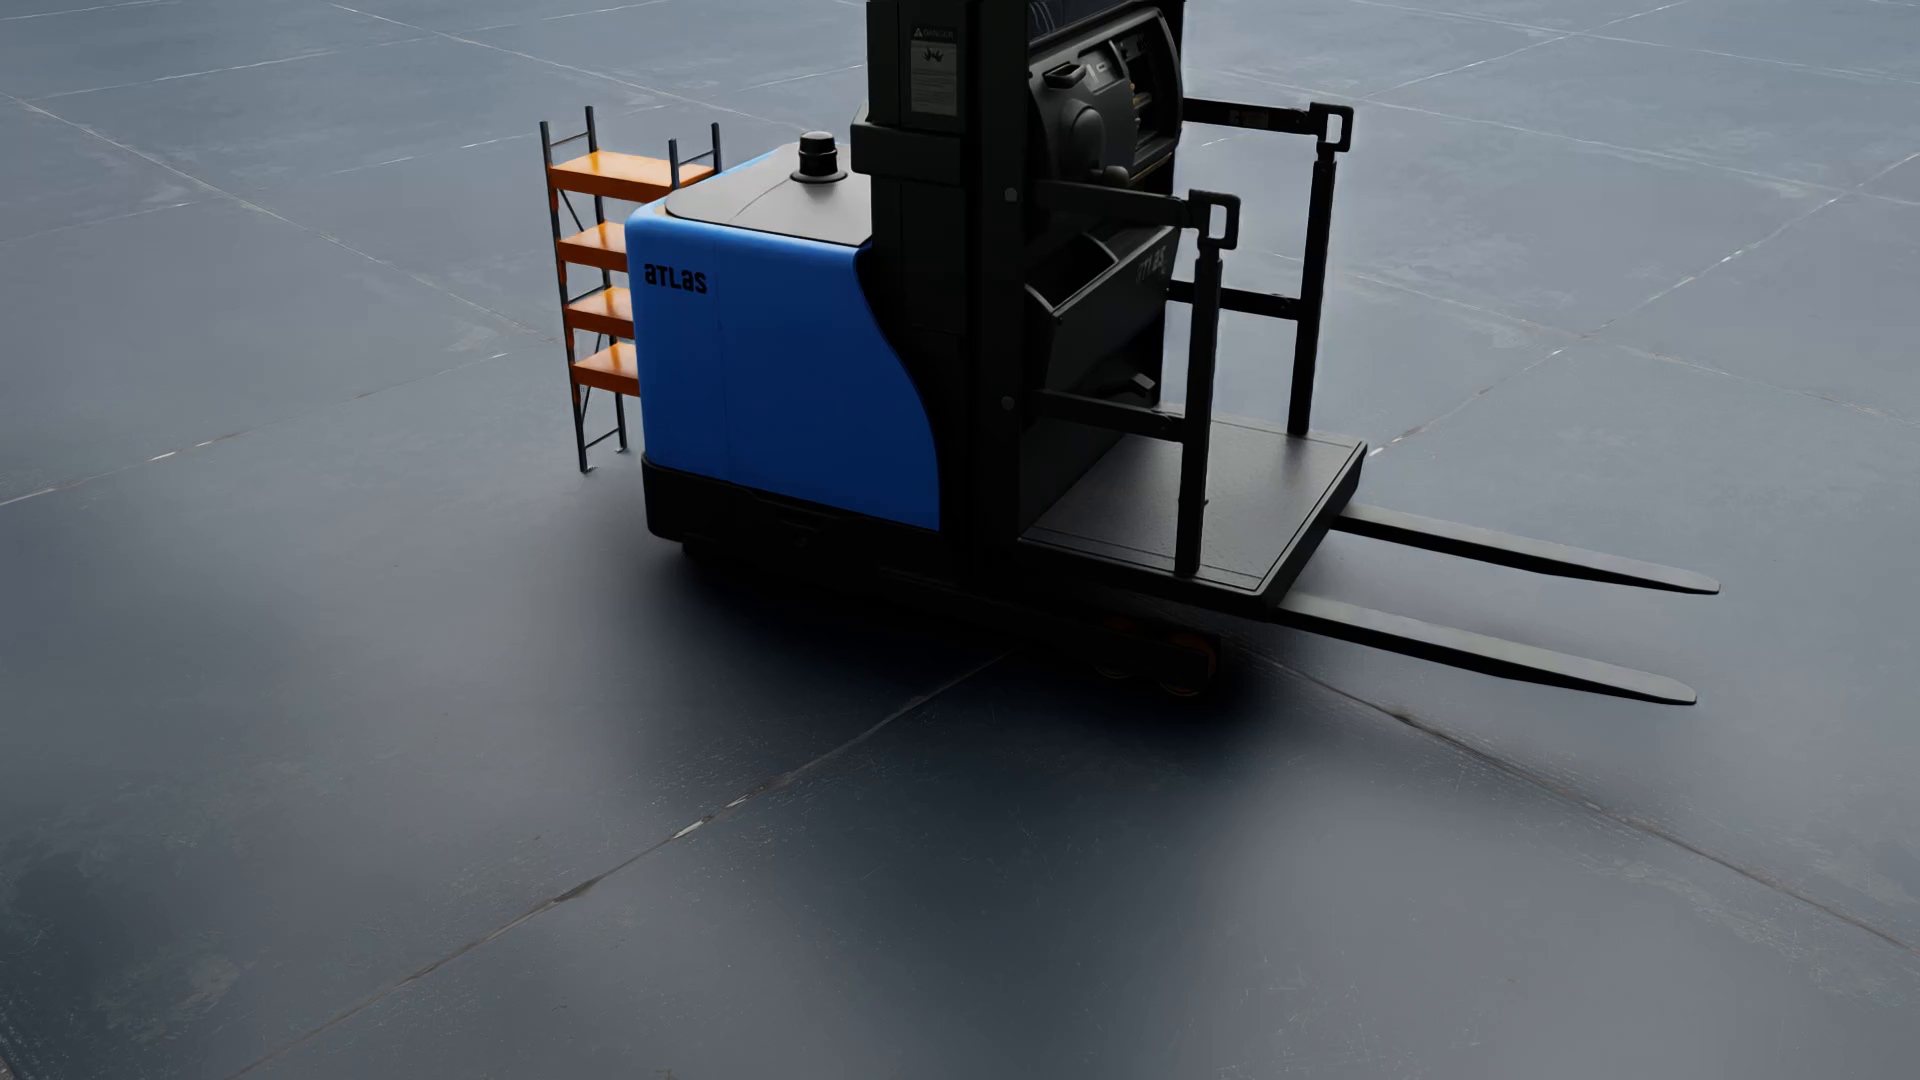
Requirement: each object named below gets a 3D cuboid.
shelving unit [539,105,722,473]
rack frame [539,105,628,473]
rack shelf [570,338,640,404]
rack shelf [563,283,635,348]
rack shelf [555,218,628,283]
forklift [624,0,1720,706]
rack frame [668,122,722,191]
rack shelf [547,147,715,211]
[{"bbox_3d":[-1.020,-0.757,5.400,0.503,1.200,0.258,14,31,24],"label":"shelving unit"},{"bbox_3d":[-1.236,-0.809,5.500,0.015,1.200,0.240,14,31,24],"label":"rack frame"},{"bbox_3d":[-1.020,-0.521,5.523,0.480,0.148,0.258,14,31,24],"label":"rack shelf"},{"bbox_3d":[-1.020,-0.697,5.431,0.480,0.148,0.258,14,31,24],"label":"rack shelf"},{"bbox_3d":[-1.020,-0.895,5.327,0.480,0.148,0.258,14,31,24],"label":"rack shelf"},{"bbox_3d":[0.577,-1.161,4.309,3.031,2.935,1.130,13,31,24],"label":"forklift"},{"bbox_3d":[-0.803,-0.704,5.299,0.015,1.200,0.240,14,31,24],"label":"rack frame"},{"bbox_3d":[-1.020,-1.104,5.217,0.480,0.148,0.258,14,31,24],"label":"rack shelf"}]
